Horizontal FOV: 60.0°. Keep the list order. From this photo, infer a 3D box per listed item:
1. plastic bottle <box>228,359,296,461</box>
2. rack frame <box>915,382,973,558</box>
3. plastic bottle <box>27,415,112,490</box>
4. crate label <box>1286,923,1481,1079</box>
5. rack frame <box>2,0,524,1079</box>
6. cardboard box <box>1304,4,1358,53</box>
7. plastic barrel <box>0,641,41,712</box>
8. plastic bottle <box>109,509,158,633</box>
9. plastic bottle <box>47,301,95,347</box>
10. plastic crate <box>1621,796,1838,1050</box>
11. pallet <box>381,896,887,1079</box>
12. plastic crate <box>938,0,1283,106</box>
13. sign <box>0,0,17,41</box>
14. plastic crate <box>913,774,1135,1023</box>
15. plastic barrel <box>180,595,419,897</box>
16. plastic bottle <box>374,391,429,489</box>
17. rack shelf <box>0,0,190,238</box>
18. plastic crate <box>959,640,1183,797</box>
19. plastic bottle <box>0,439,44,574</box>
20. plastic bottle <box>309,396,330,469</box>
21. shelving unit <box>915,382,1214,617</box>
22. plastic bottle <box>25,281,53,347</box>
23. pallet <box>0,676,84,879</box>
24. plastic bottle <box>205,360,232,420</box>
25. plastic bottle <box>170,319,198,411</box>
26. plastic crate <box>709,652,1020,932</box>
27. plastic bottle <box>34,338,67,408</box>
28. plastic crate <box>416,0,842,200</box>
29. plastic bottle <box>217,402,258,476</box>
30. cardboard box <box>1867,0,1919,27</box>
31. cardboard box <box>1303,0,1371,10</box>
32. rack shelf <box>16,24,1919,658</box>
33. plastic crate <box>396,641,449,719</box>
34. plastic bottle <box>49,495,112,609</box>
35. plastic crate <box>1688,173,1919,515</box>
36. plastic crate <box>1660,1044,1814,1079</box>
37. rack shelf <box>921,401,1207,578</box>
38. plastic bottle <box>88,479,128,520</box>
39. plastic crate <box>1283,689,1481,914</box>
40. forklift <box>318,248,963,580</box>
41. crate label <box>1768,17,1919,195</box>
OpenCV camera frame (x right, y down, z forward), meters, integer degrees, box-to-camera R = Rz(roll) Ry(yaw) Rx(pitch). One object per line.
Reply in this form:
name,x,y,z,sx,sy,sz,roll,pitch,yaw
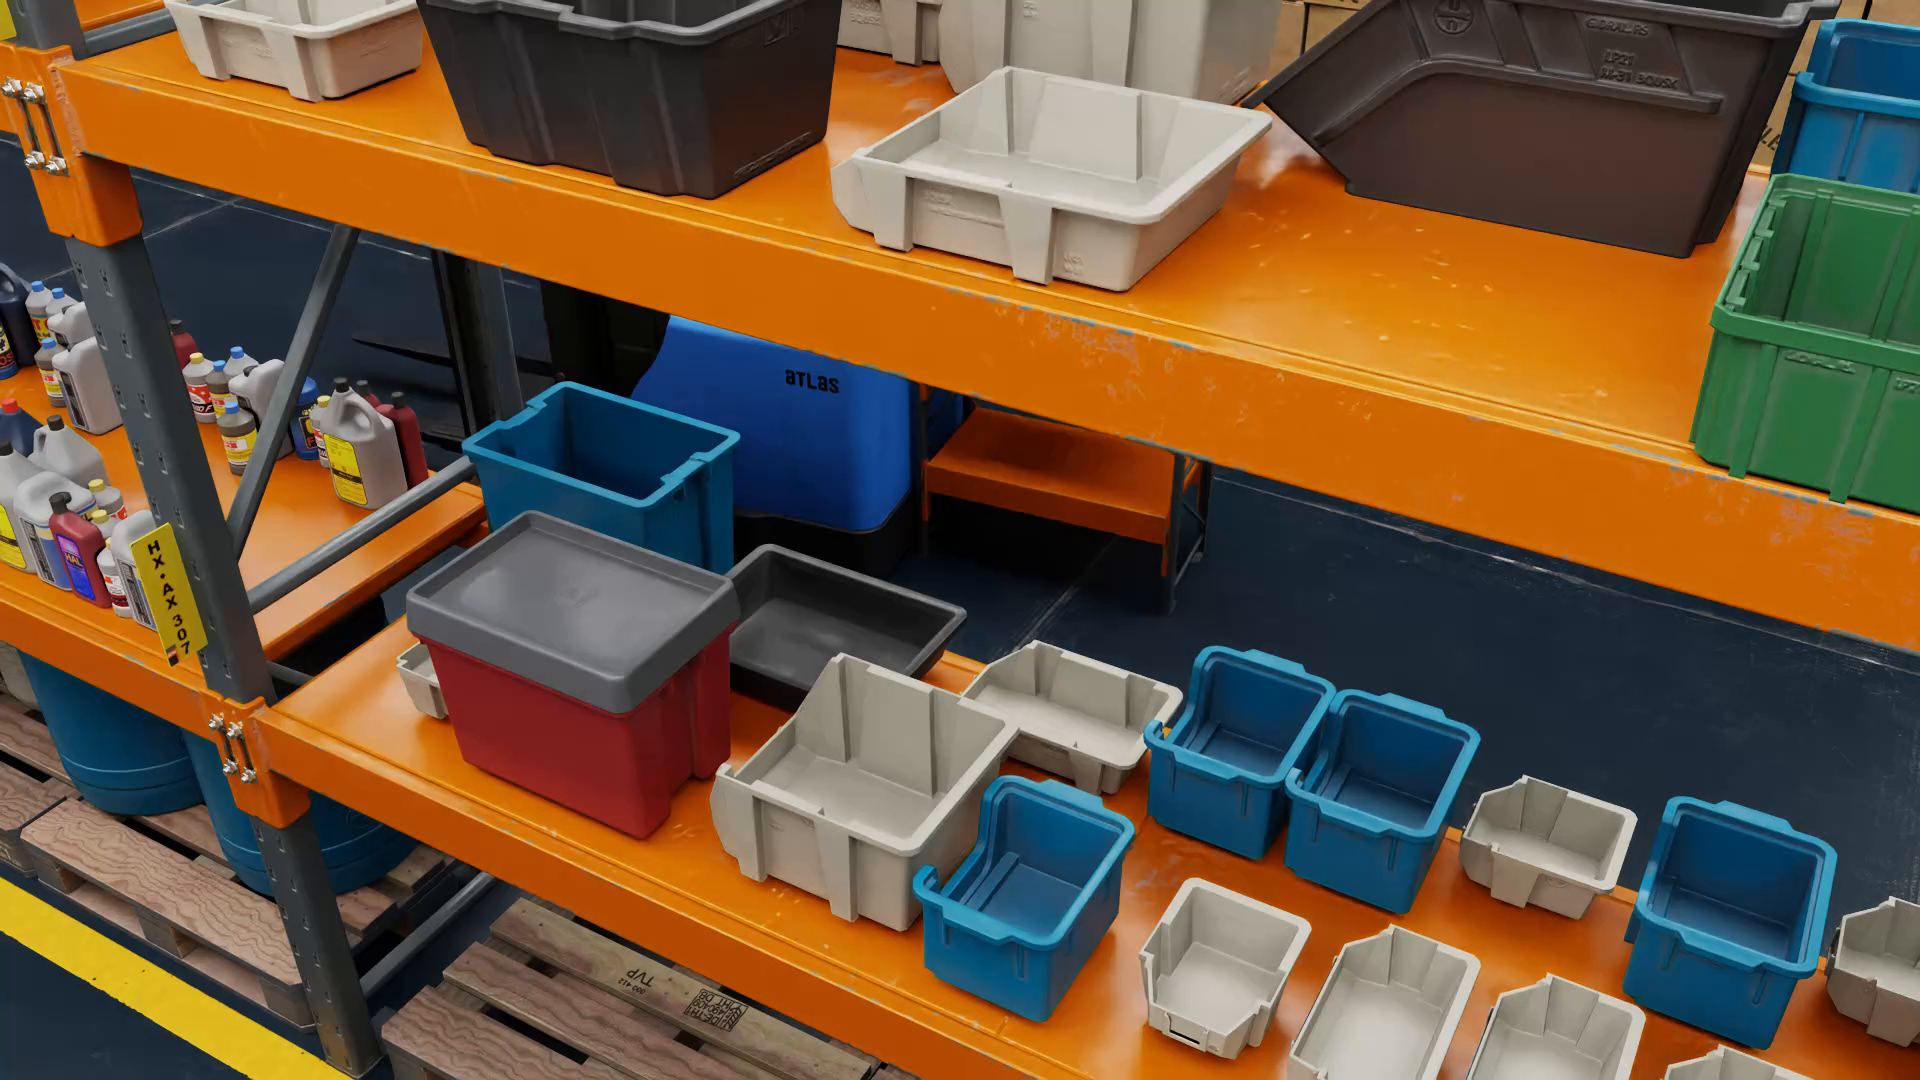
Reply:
plastic bottle,-1.972,-0.387,4.737,0.135,0.276,0.152,18,37,24
rack frame,-0.057,-0.527,6.527,0.032,1.125,0.500,13,36,19
plastic bottle,-2.330,-0.172,4.346,0.185,0.351,0.144,18,37,24
crate label,0.735,0.869,2.923,0.243,0.136,0.396,18,37,24
rack frame,-1.441,-0.027,4.085,0.127,3.000,1.000,18,37,24
cardboard box,1.773,-2.041,7.019,0.500,0.500,0.500,18,38,25
plastic barrel,-2.966,0.283,5.485,0.421,0.512,0.421,0,34,0
plastic bottle,-1.944,0.071,4.048,0.135,0.276,0.152,18,37,24
plastic bottle,-2.660,-0.605,5.064,0.135,0.276,0.152,18,37,24
plastic crate,1.409,0.710,3.074,0.300,0.233,0.416,18,37,24
pallet,-0.784,1.317,4.582,1.213,0.211,1.003,18,37,24
plastic crate,0.260,-0.885,2.773,0.530,0.282,0.437,18,37,24
sign,-1.716,-1.015,2.854,0.005,0.325,0.100,18,37,24
plastic crate,0.121,0.676,3.125,0.300,0.233,0.416,18,37,24
plastic barrel,-1.905,0.513,4.787,0.708,0.901,0.600,18,37,24
plastic bottle,-1.548,-0.285,4.577,0.133,0.283,0.061,18,37,24
rack shelf,-3.178,-1.526,4.279,4.000,0.370,1.077,18,37,24
plastic crate,0.220,0.392,3.639,0.466,0.136,0.293,18,37,24
plastic bottle,-2.402,-0.102,4.242,0.185,0.351,0.144,18,37,24
plastic bottle,-1.773,-0.310,4.689,0.097,0.201,0.097,0,34,0
shelving unit,0.410,-0.416,6.360,1.048,1.125,0.538,13,36,19
plastic bottle,-2.831,-0.675,5.173,0.097,0.271,0.097,0,34,0
pallet,-3.154,0.566,5.710,1.213,0.211,1.003,18,37,24
plastic bottle,-2.144,-0.428,4.865,0.097,0.201,0.097,0,34,0
plastic bottle,-2.319,-0.529,4.944,0.133,0.283,0.061,18,37,24
plastic crate,-0.207,0.506,3.337,0.530,0.282,0.437,18,37,24
plastic bottle,-2.705,-0.509,4.987,0.097,0.201,0.097,0,34,0
plastic crate,-0.499,-0.748,2.578,0.590,0.269,0.497,18,37,24
plastic bottle,-2.018,-0.291,4.660,0.097,0.201,0.097,0,34,0
cardboard box,3.531,-1.896,5.899,0.500,0.500,0.500,19,38,26
cardboard box,1.737,-2.461,6.747,0.500,0.500,0.500,16,37,23
rack shelf,0.295,-0.426,2.627,4.000,0.370,1.077,18,37,24
plastic crate,-1.108,0.254,3.846,0.243,0.136,0.396,18,37,24
plastic bottle,-2.167,0.027,4.109,0.133,0.283,0.061,18,37,24
plastic crate,1.033,-0.221,1.861,0.336,0.188,0.450,18,37,24
plastic crate,1.234,1.020,2.695,0.243,0.136,0.396,18,37,24
rack shelf,0.410,-0.213,6.495,1.000,0.278,0.538,13,36,19
plastic bottle,-2.215,-0.063,4.318,0.097,0.201,0.097,0,34,0
plastic crate,0.837,0.529,3.346,0.300,0.233,0.416,18,37,24
forklift,-1.542,-1.541,6.420,3.031,2.935,1.130,12,36,17
crate label,1.391,-0.523,2.257,0.502,0.251,0.408,18,37,24
